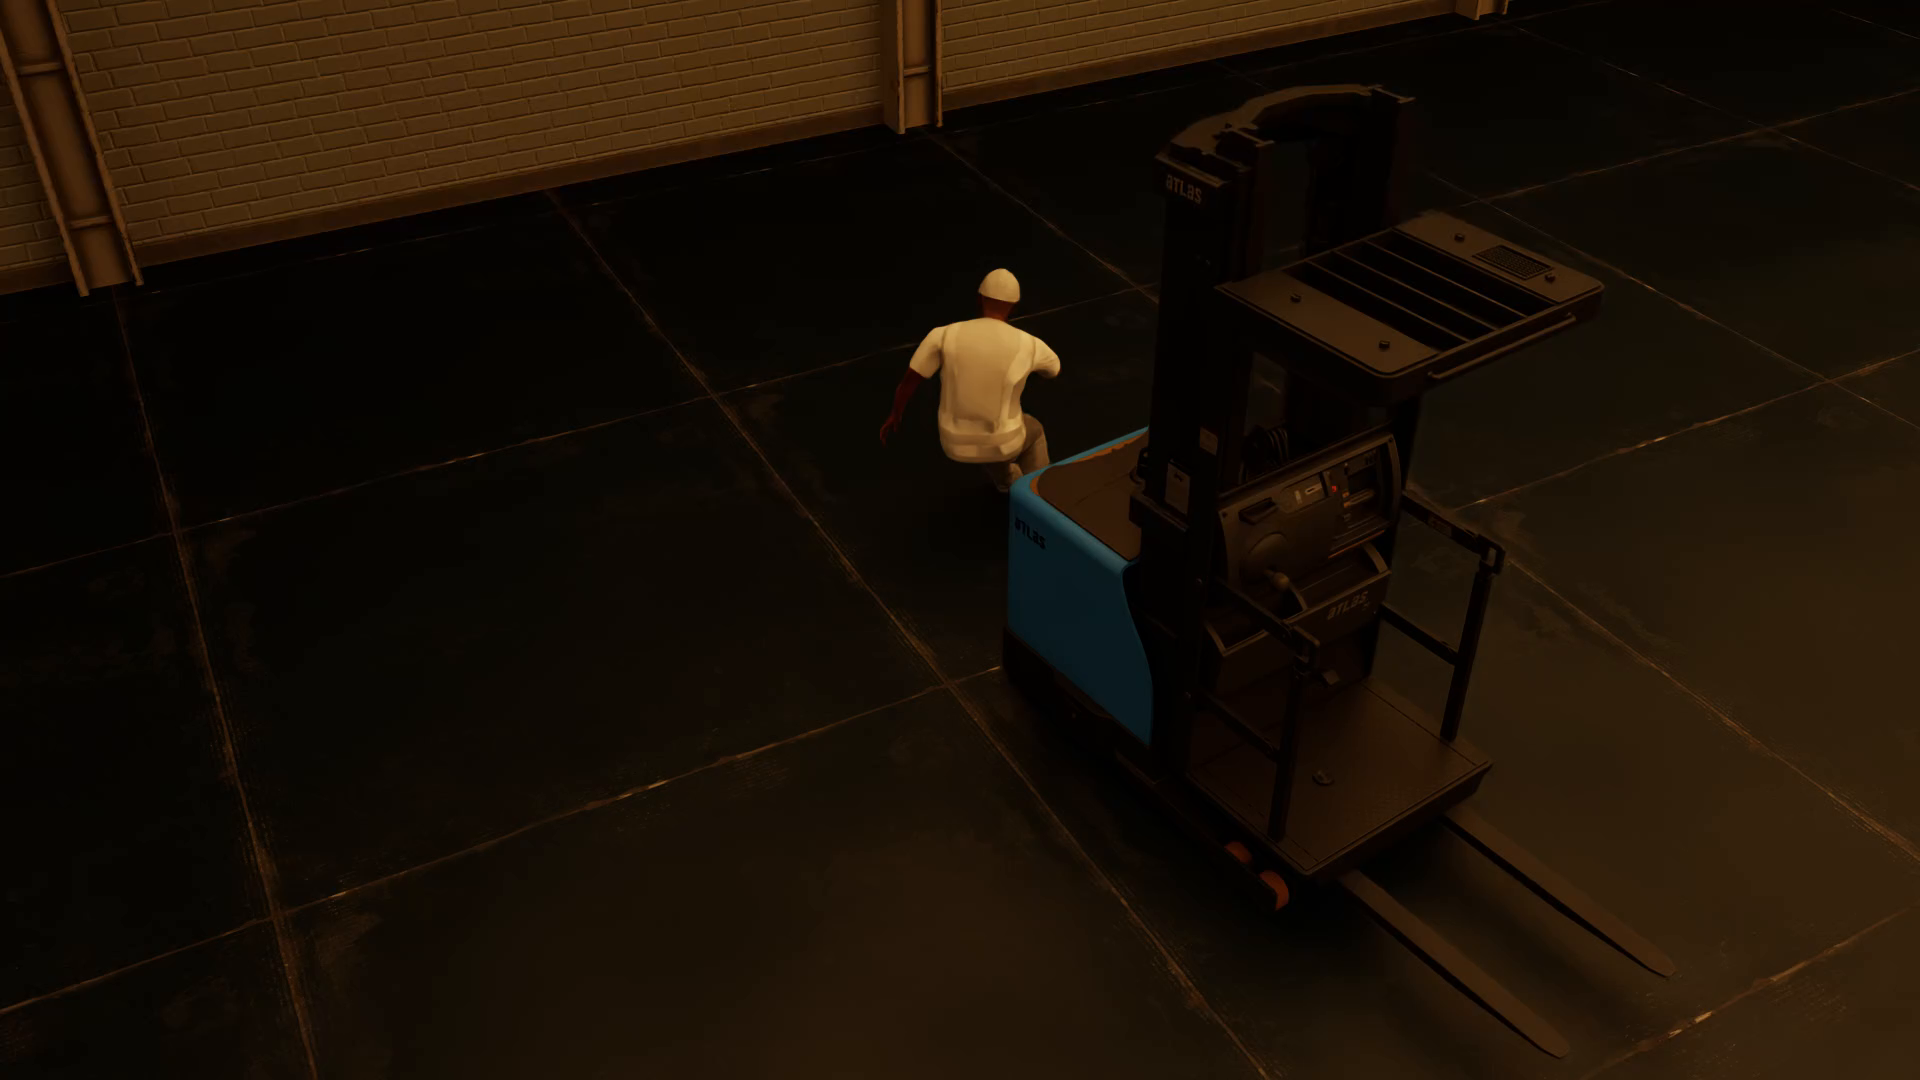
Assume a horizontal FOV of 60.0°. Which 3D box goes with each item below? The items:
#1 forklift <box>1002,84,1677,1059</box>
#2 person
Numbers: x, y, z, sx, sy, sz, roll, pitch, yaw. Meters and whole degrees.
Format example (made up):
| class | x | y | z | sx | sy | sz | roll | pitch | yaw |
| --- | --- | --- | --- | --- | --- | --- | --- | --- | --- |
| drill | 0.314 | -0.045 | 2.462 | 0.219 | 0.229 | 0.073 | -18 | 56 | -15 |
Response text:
| class | x | y | z | sx | sy | sz | roll | pitch | yaw |
| --- | --- | --- | --- | --- | --- | --- | --- | --- | --- |
| forklift | 1.463 | -0.045 | 6.187 | 1.130 | 2.935 | 3.031 | -22 | 41 | -28 |
| person | 0.118 | -0.725 | 8.465 | 0.944 | 1.526 | 0.926 | 5 | 36 | 7 |
